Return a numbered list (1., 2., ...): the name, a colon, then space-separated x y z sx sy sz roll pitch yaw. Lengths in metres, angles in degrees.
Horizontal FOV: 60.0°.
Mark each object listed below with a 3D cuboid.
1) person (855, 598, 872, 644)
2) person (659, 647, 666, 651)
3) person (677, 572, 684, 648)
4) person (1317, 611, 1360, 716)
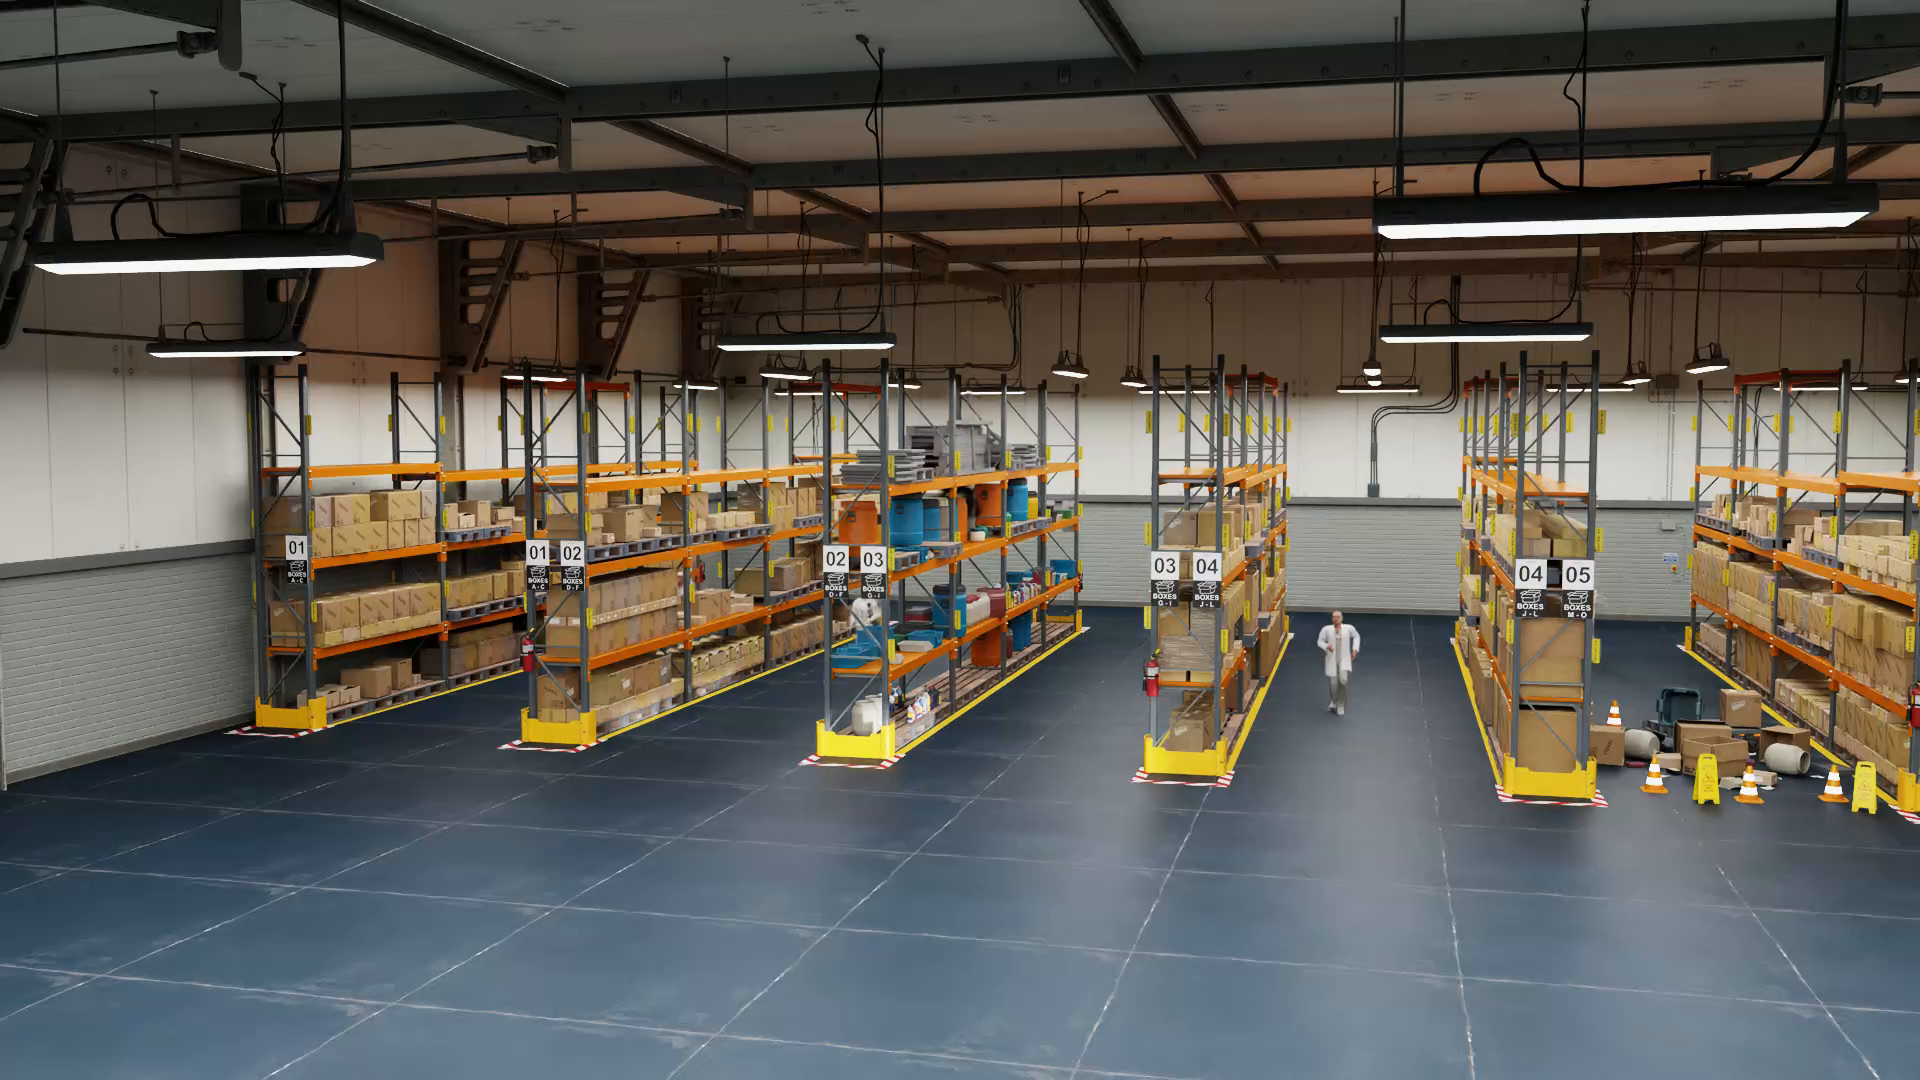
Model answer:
1. person: -1.846 1.704 31.947 0.352 1.626 0.468 1 4 8
2. person: -6.440 1.779 34.897 0.662 1.512 0.557 1 4 9
3. person: -6.240 1.582 37.054 0.627 1.737 0.571 0 4 -1
4. person: 6.576 2.142 28.943 0.708 1.822 0.816 1 4 17
